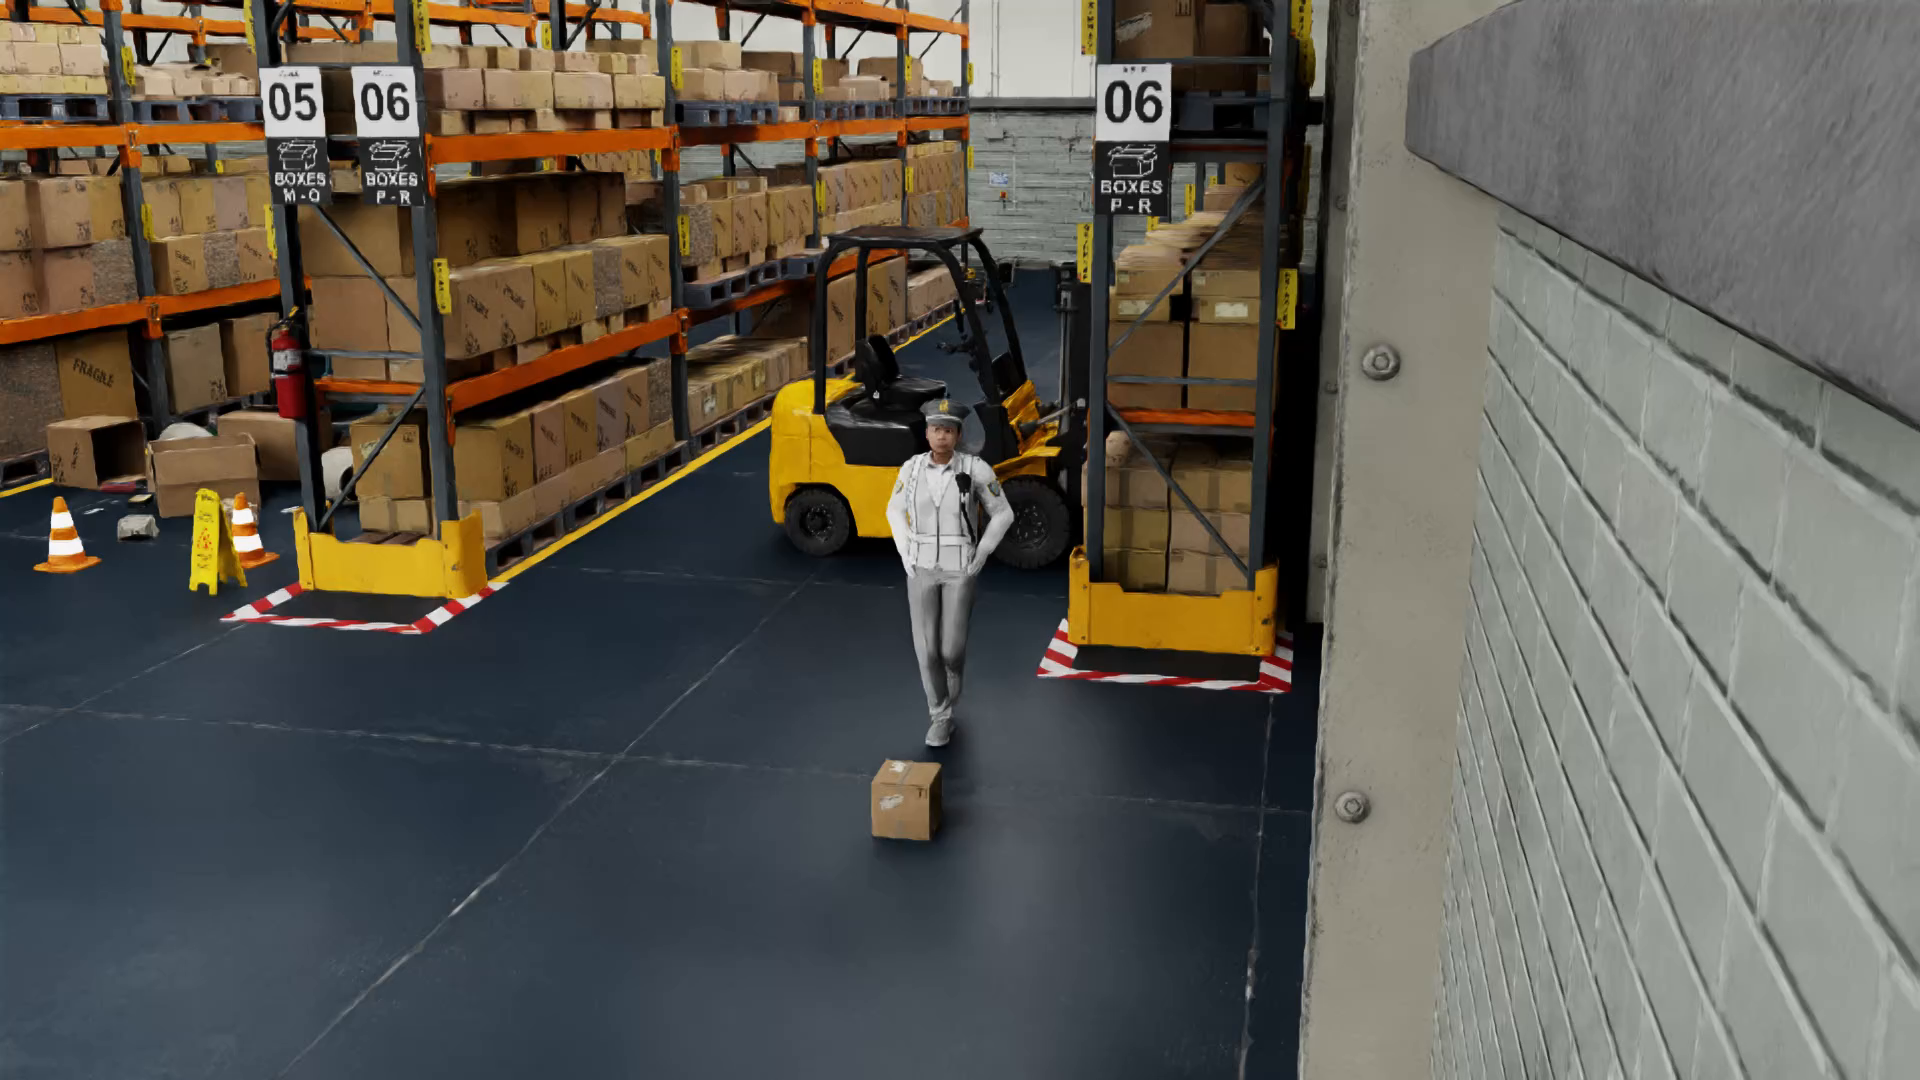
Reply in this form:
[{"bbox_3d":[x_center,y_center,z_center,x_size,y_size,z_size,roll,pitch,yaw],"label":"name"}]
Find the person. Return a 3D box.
[{"bbox_3d":[-0.066,0.128,8.006,0.635,1.661,0.578,3,15,11],"label":"person"}]
